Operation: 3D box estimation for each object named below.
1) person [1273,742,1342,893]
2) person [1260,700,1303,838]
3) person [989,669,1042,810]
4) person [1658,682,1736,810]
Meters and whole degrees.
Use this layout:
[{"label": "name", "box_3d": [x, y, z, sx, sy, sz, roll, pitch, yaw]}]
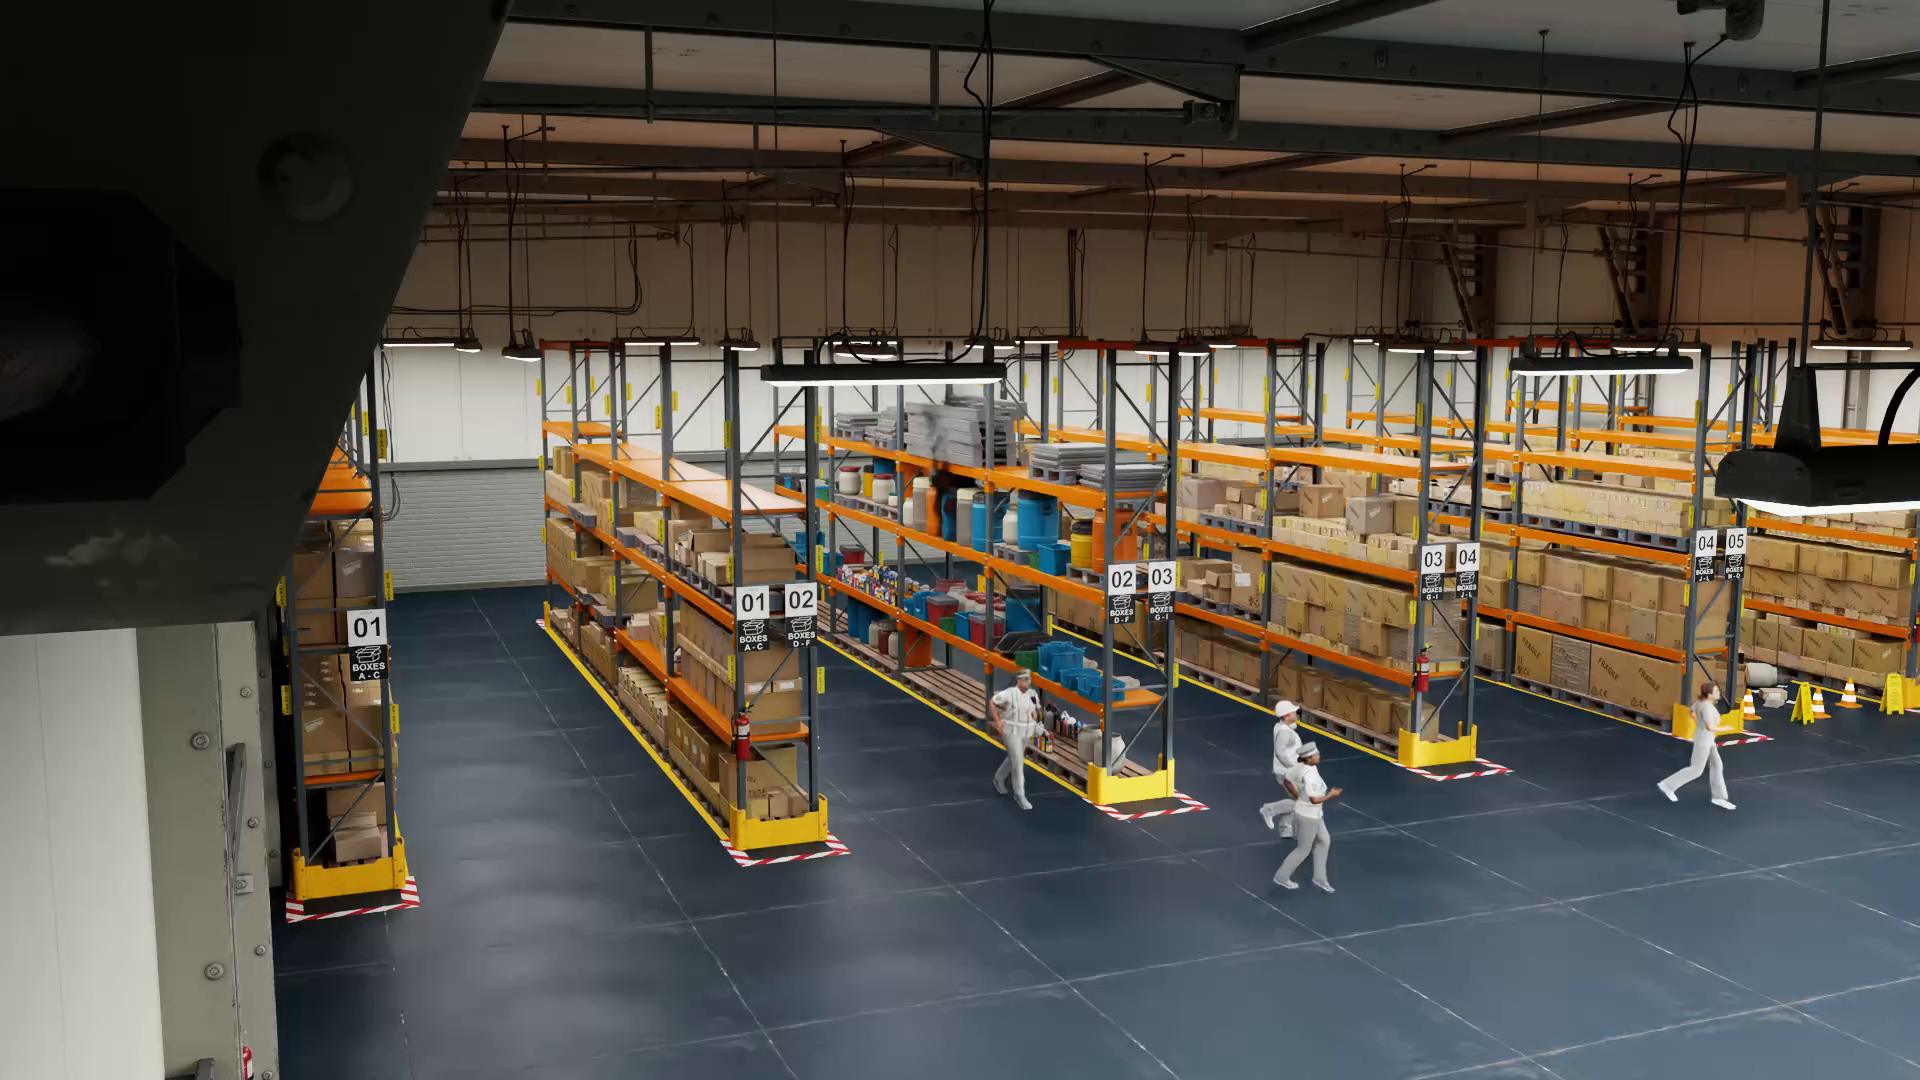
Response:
[{"label": "person", "box_3d": [3.861, 3.096, 18.482, 0.728, 1.754, 0.560, 1, 7, 6]}, {"label": "person", "box_3d": [3.996, 2.828, 20.489, 0.589, 1.731, 0.670, 1, 8, 8]}, {"label": "person", "box_3d": [0.792, 2.577, 22.087, 0.664, 1.784, 0.954, -6, 9, -38]}, {"label": "person", "box_3d": [9.692, 2.679, 21.788, 0.966, 1.682, 0.576, 3, 8, 19]}]
